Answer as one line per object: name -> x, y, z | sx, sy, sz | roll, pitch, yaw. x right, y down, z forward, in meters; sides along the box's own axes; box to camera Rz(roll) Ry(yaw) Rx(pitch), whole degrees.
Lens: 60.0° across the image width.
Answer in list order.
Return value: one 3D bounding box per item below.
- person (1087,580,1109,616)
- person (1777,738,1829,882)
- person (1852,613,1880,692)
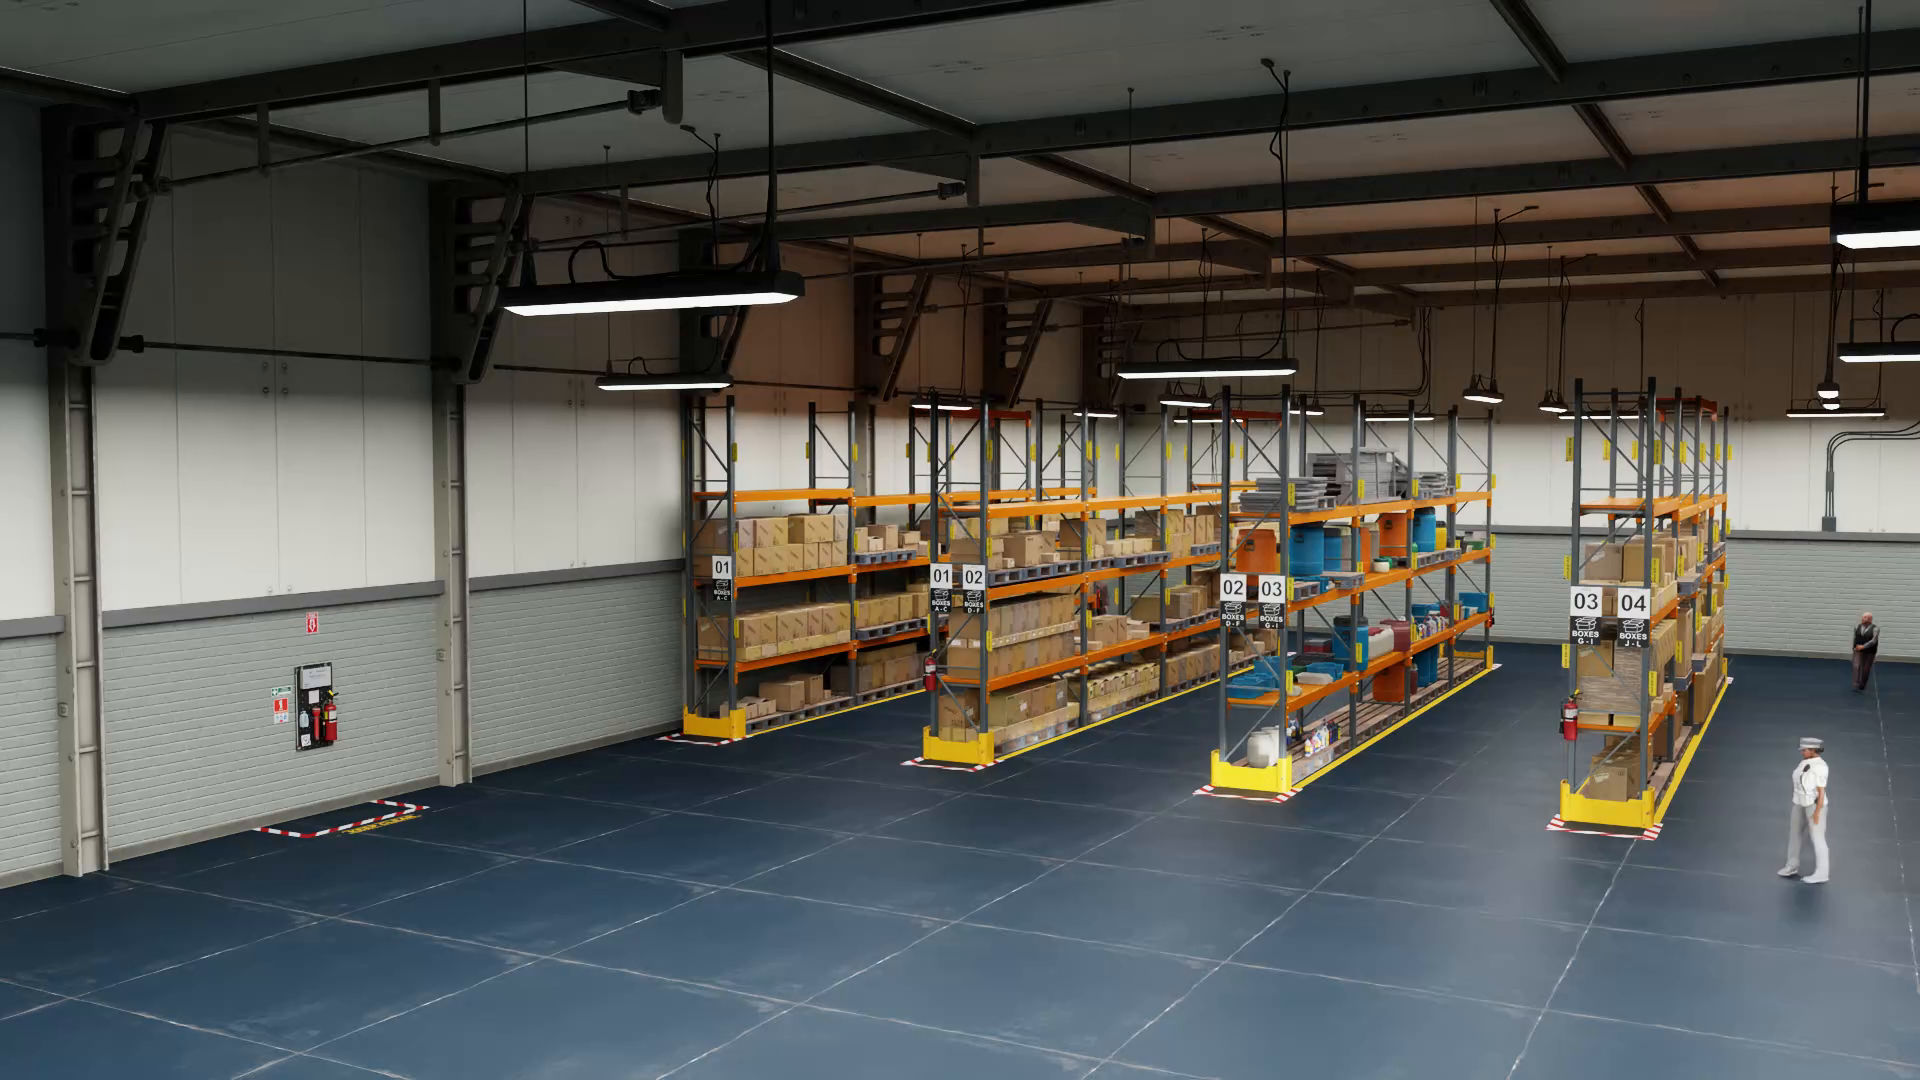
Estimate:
person -> 3.669, 1.790, 44.418 | 0.618, 1.803, 0.428 | 0, 3, -1
person -> 9.891, 3.140, 19.481 | 0.439, 1.661, 0.513 | -1, 3, -12
person -> 18.781, 2.331, 34.494 | 0.500, 1.661, 1.014 | 2, 4, 32
